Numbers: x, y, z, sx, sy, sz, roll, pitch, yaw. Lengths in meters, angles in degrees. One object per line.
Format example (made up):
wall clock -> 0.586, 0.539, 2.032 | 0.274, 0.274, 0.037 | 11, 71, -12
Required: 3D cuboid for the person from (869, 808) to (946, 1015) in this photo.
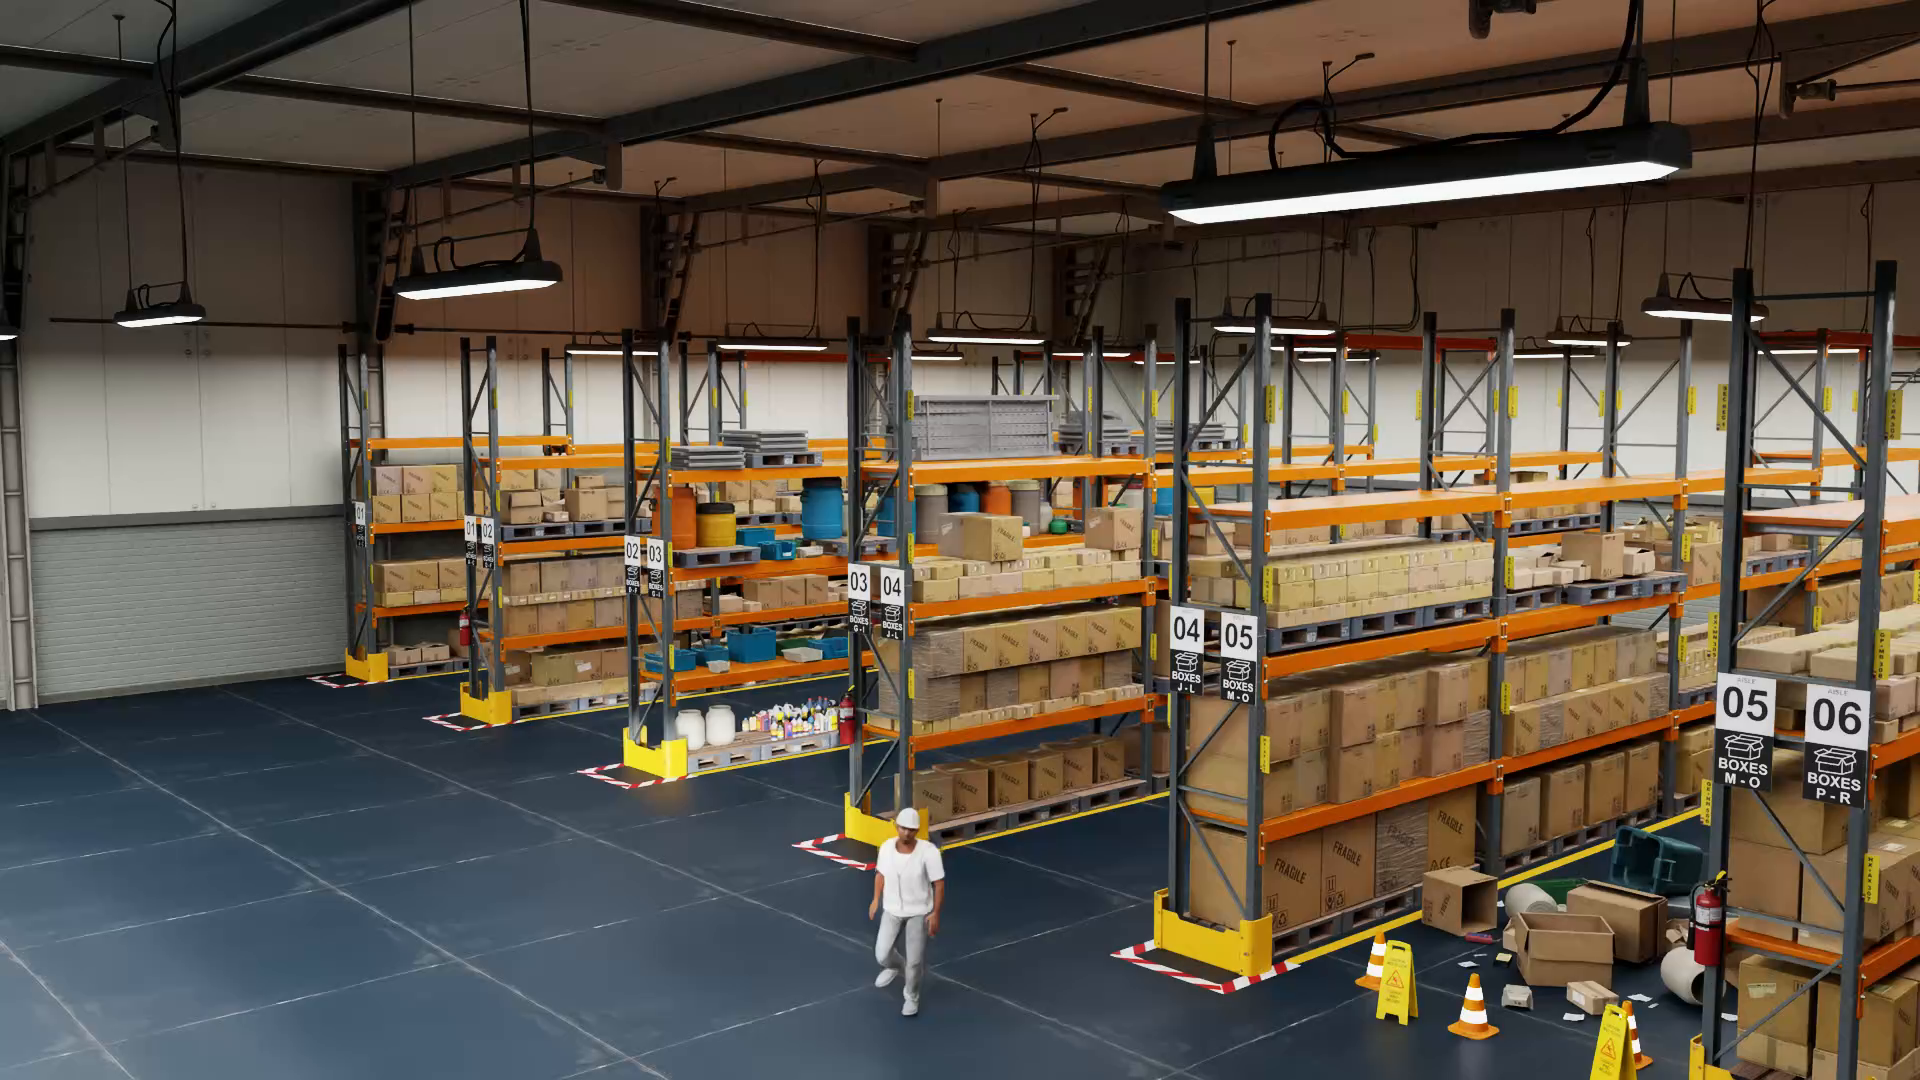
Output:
person -> -0.438, 3.060, 13.855 | 0.728, 1.728, 0.688 | 2, 5, 16
